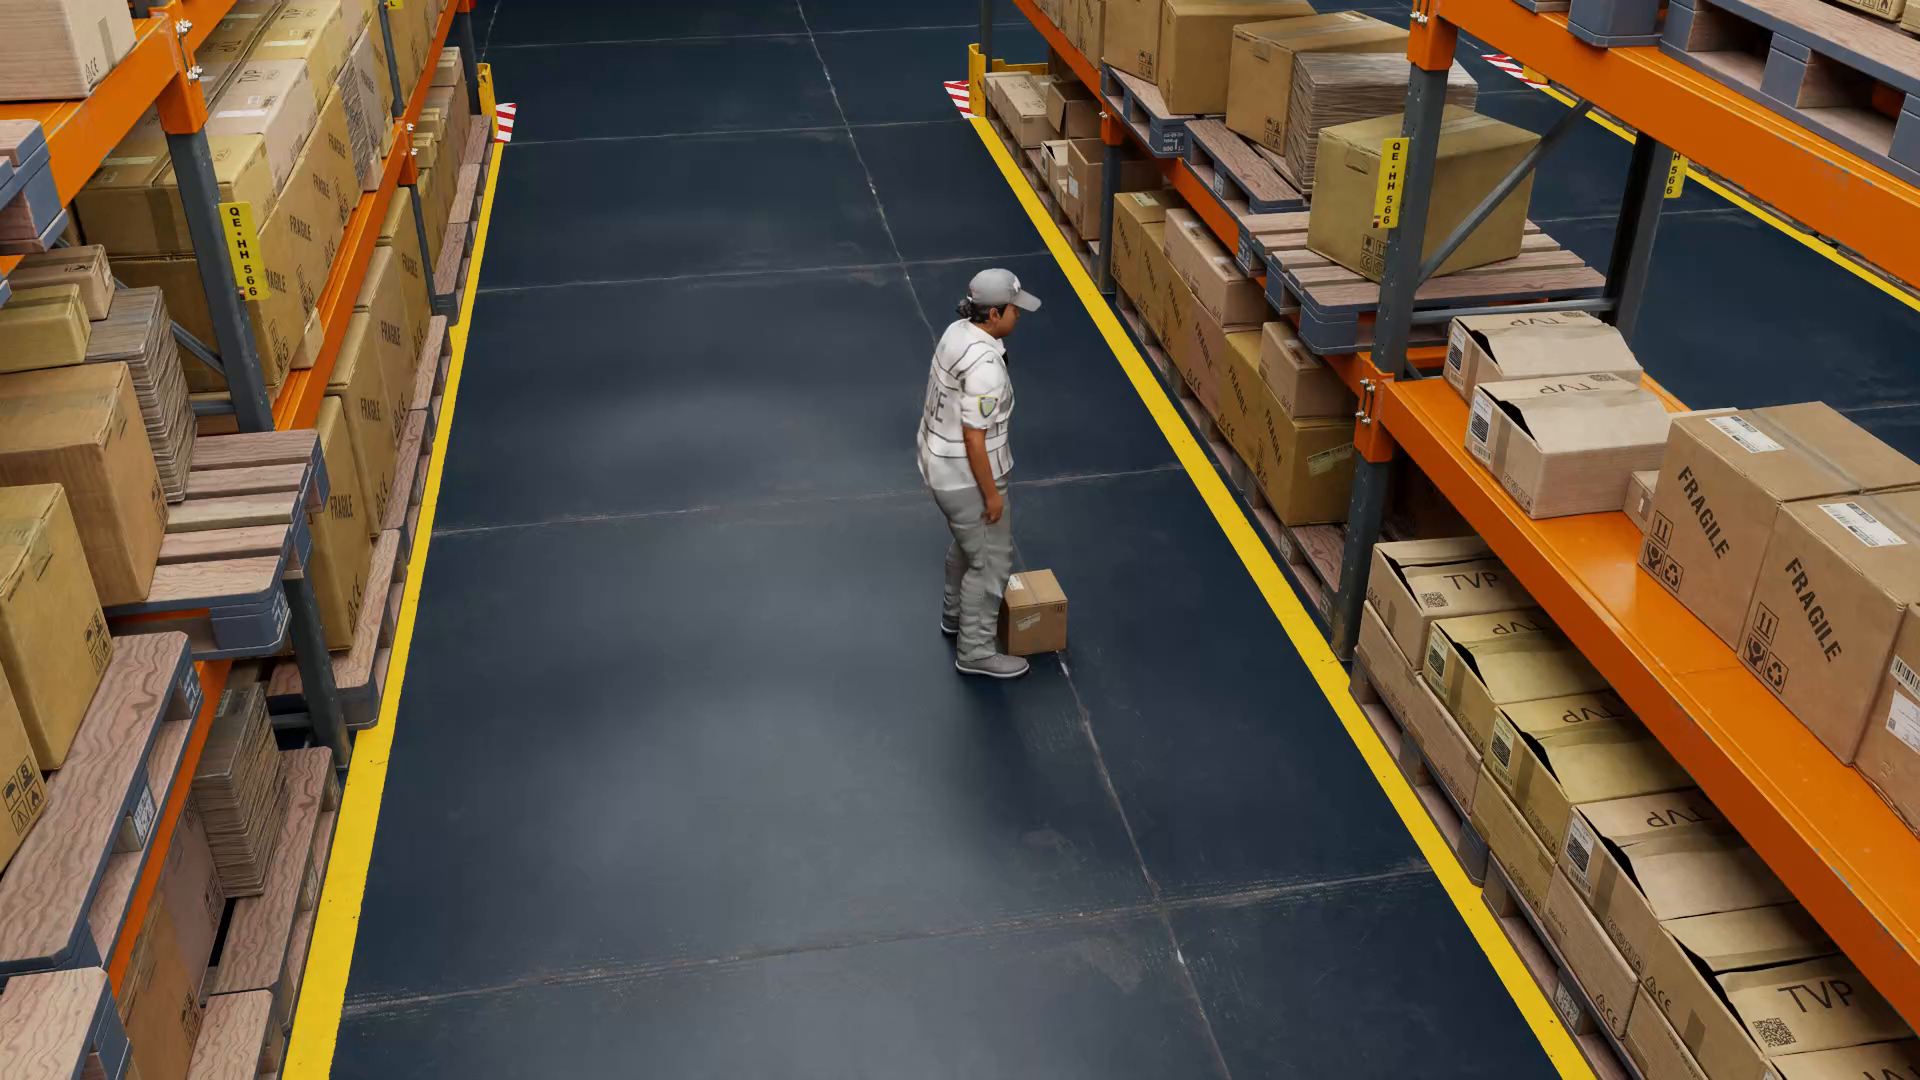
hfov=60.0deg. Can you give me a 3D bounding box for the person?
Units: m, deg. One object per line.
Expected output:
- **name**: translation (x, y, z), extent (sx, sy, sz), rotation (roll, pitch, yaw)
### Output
- **person**: translation (0.078, -0.271, 6.580), extent (0.469, 1.665, 0.537), rotation (-6, 31, -9)
